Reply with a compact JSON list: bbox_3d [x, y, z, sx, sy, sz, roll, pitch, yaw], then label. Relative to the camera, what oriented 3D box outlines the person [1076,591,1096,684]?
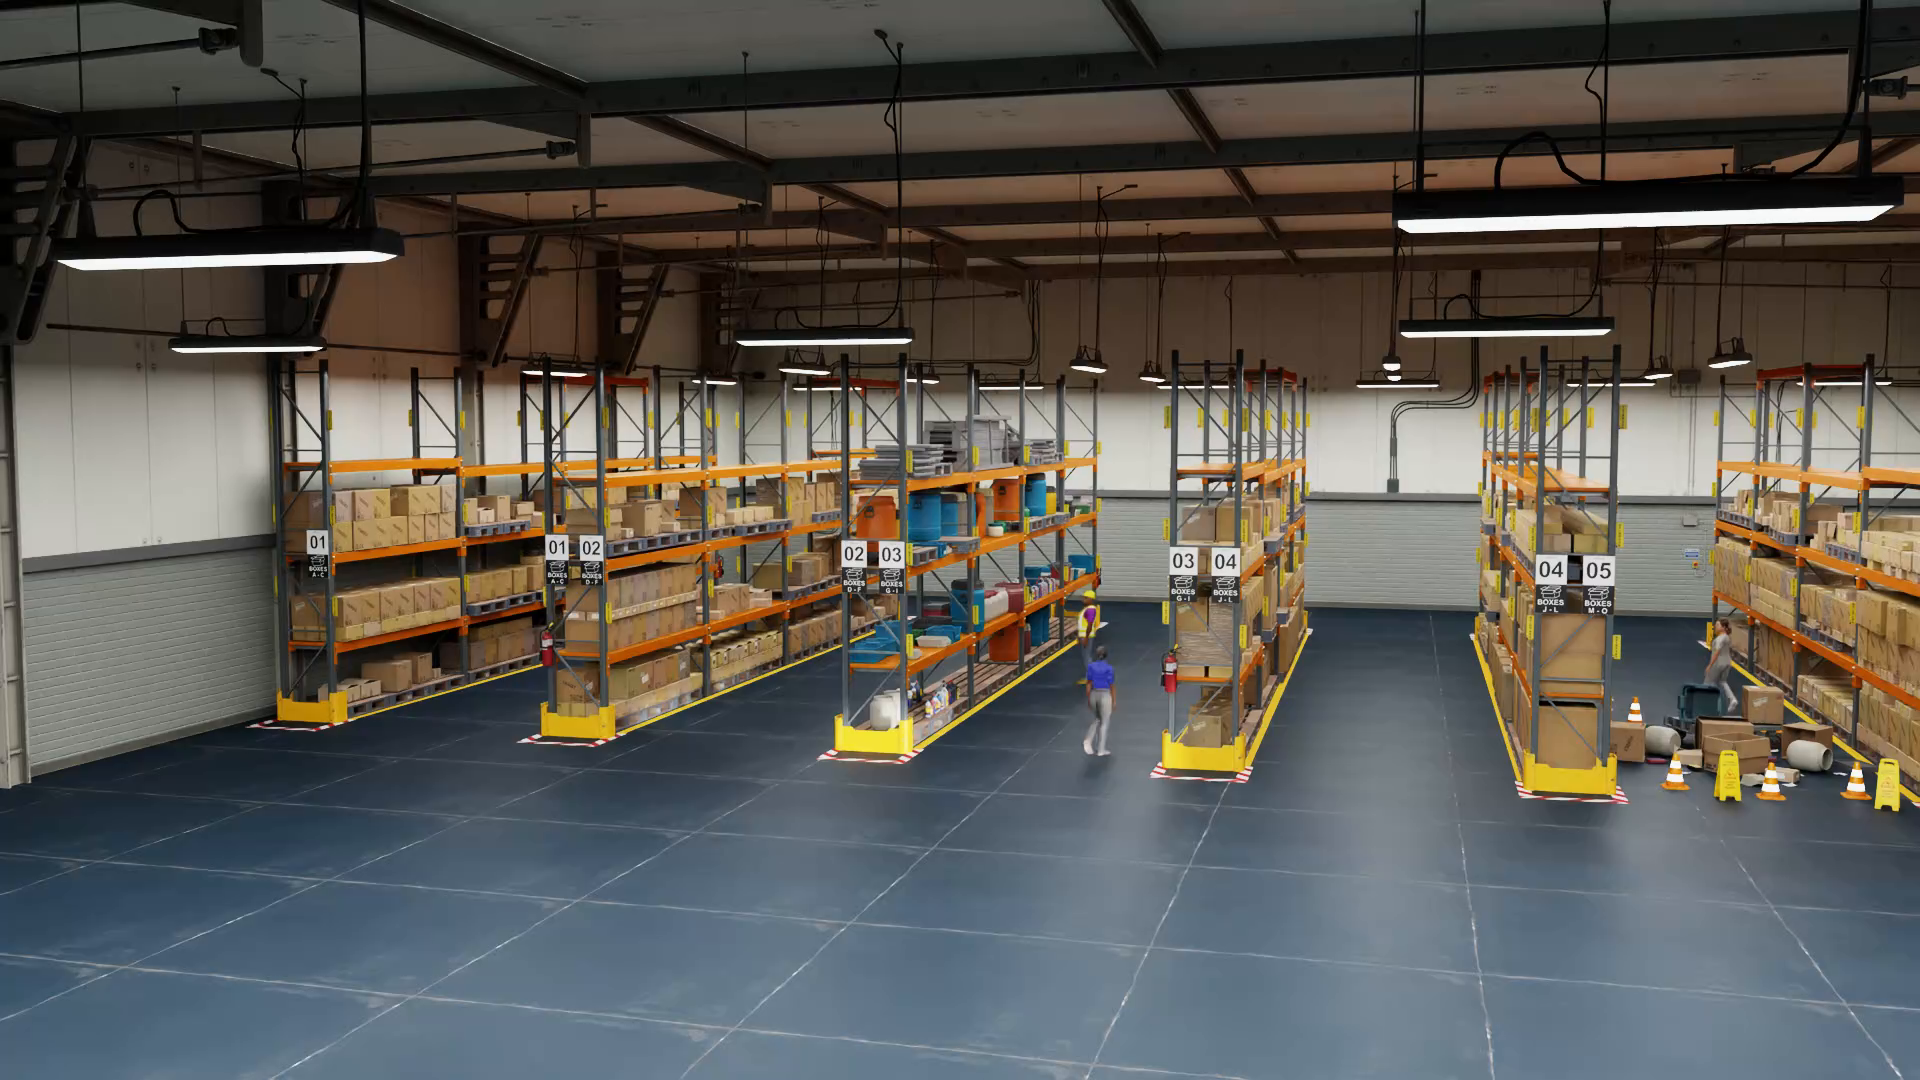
[{"bbox_3d":[2.383,1.841,31.443,0.392,1.762,0.632,0,4,5],"label":"person"}]

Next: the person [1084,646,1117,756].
[{"bbox_3d":[2.094,2.388,24.704,0.466,1.648,0.442,-4,6,-42],"label":"person"}]

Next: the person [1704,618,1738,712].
[{"bbox_3d":[13.005,2.141,28.497,0.536,1.643,0.608,-2,5,-30],"label":"person"}]
